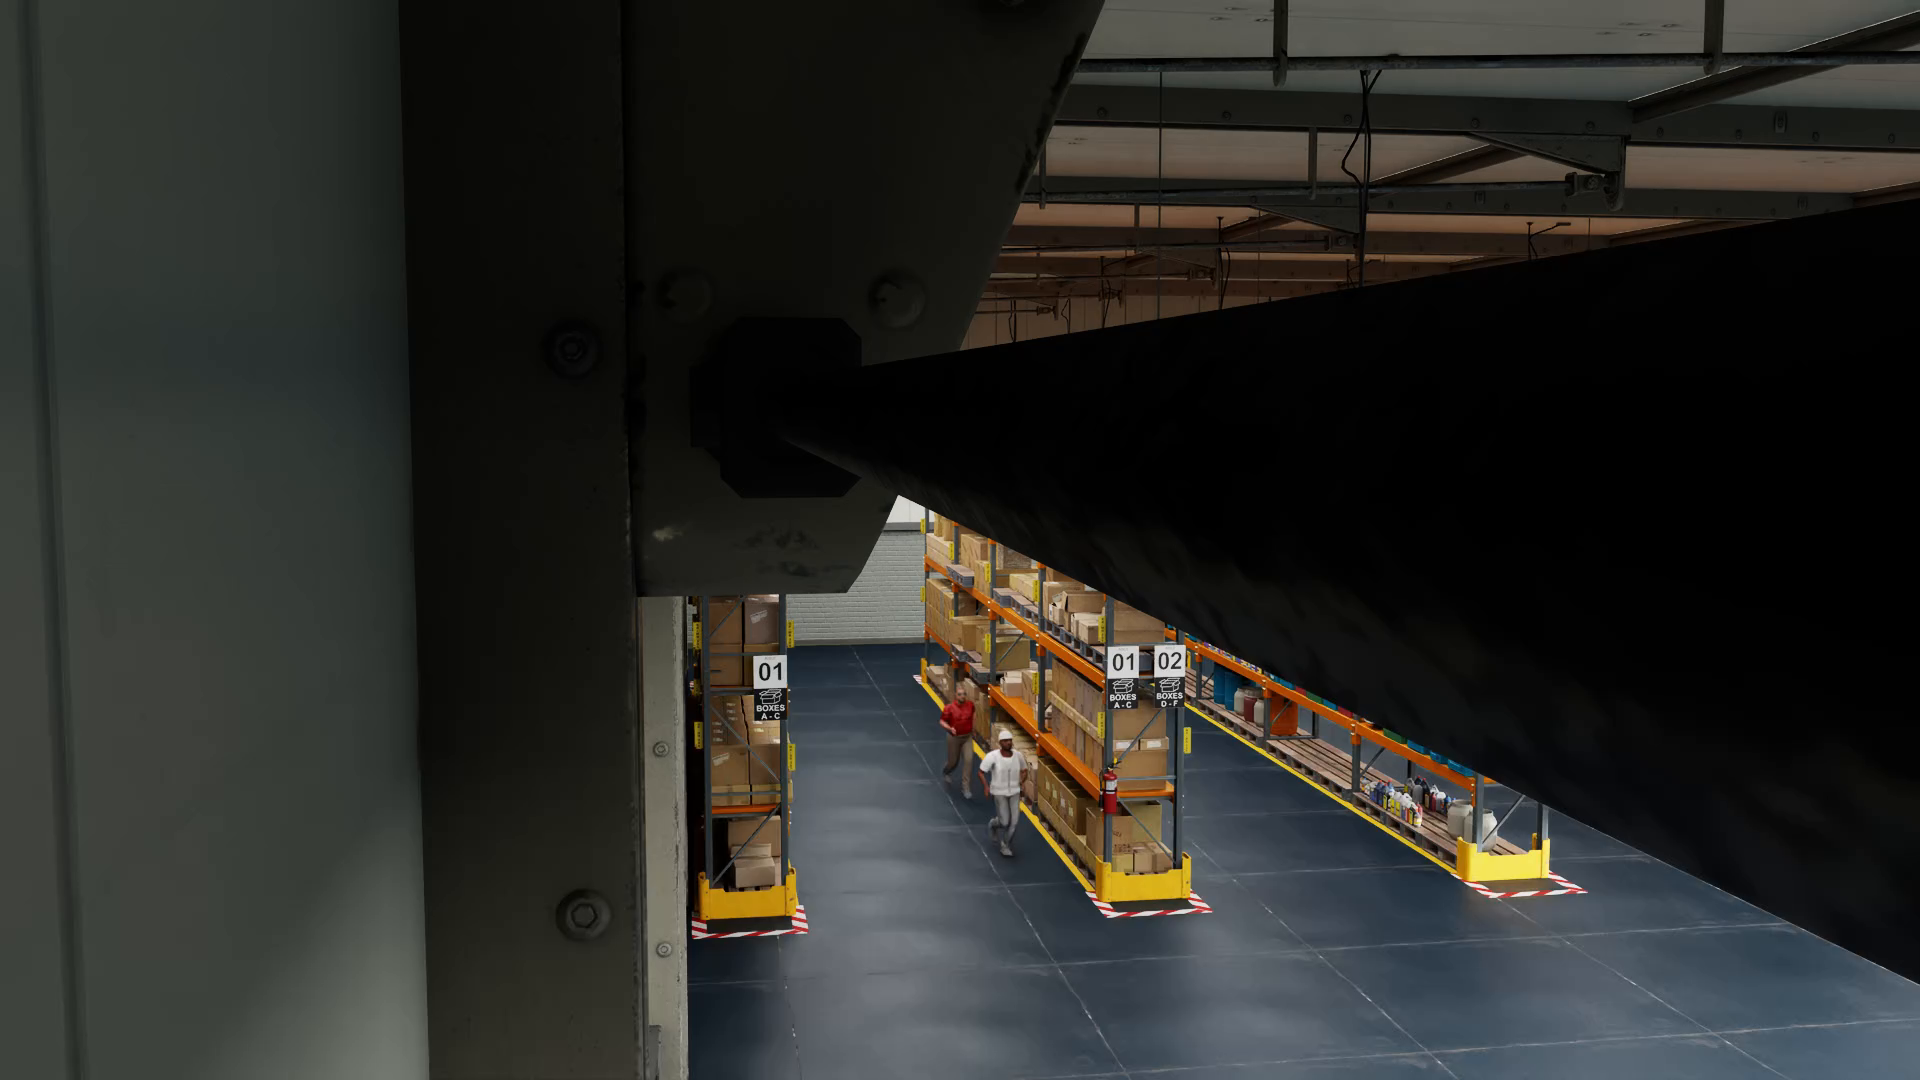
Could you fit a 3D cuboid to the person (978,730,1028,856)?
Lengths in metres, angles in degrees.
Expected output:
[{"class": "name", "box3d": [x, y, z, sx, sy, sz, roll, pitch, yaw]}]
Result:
[{"class": "person", "box3d": [0.626, 3.465, 22.842, 0.701, 1.716, 0.587, -2, 5, -18]}]

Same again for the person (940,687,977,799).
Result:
[{"class": "person", "box3d": [-0.023, 3.165, 26.354, 0.648, 1.729, 0.922, -2, 5, -19]}]
